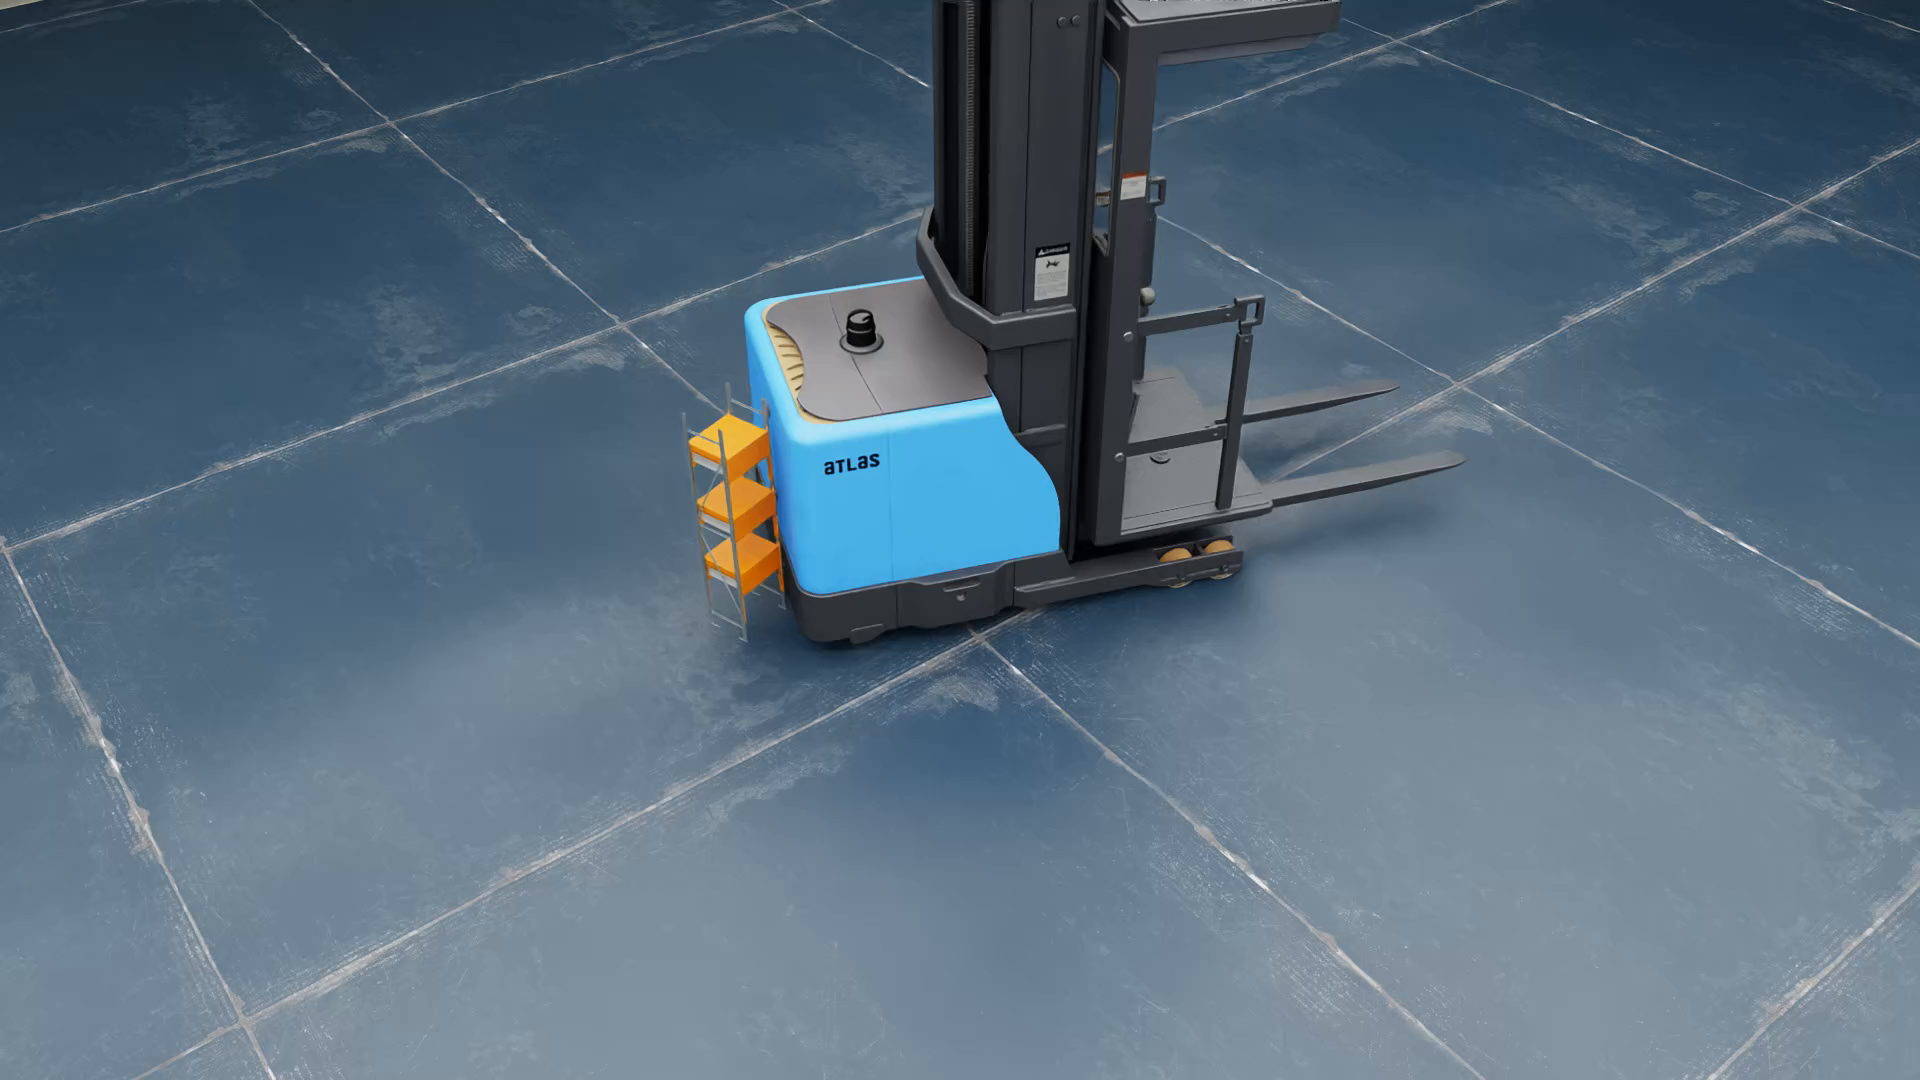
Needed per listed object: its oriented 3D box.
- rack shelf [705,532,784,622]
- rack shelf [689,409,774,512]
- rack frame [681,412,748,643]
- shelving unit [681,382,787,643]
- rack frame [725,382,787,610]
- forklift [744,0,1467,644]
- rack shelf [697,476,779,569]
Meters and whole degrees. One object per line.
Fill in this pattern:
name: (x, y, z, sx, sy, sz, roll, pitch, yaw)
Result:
rack shelf: (-0.875, 0.132, 6.715, 0.215, 0.259, 0.240, 24, 45, 27)
rack shelf: (-0.880, -0.305, 6.361, 0.215, 0.259, 0.240, 24, 45, 27)
rack frame: (-0.948, -0.030, 6.456, 0.200, 1.050, 0.008, 24, 45, 27)
shelving unit: (-0.877, -0.092, 6.533, 0.215, 1.050, 0.252, 24, 45, 27)
rack frame: (-0.806, -0.155, 6.610, 0.200, 1.050, 0.008, 24, 45, 27)
forklift: (0.689, -1.244, 6.455, 3.031, 2.935, 1.130, -11, 41, -13)
rack shelf: (-0.877, -0.084, 6.540, 0.215, 0.259, 0.240, 24, 45, 27)
